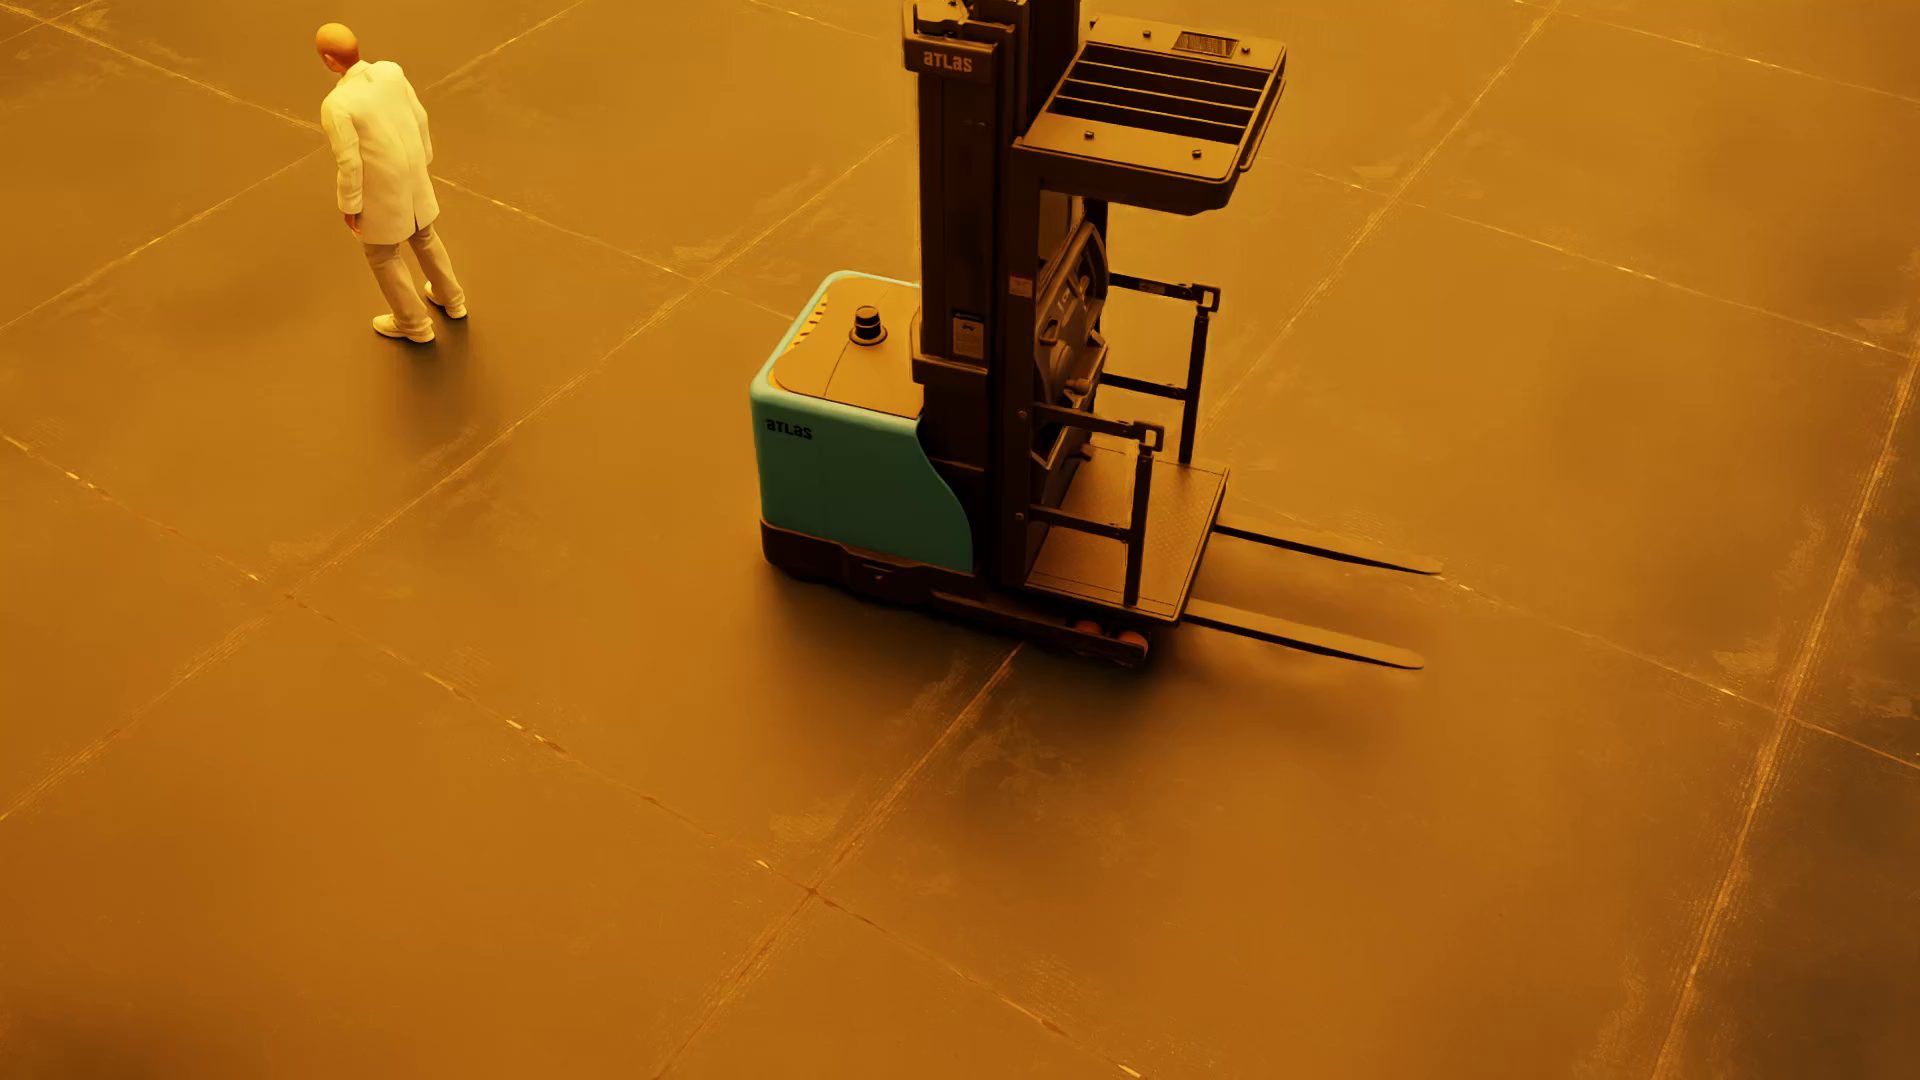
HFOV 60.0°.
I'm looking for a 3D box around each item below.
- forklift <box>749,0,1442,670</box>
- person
[{"bbox_3d":[0.648,-0.914,6.813,3.031,2.935,1.130,13,45,14],"label":"forklift"},{"bbox_3d":[-2.981,-1.843,8.635,0.436,1.772,0.644,21,47,21],"label":"person"}]
